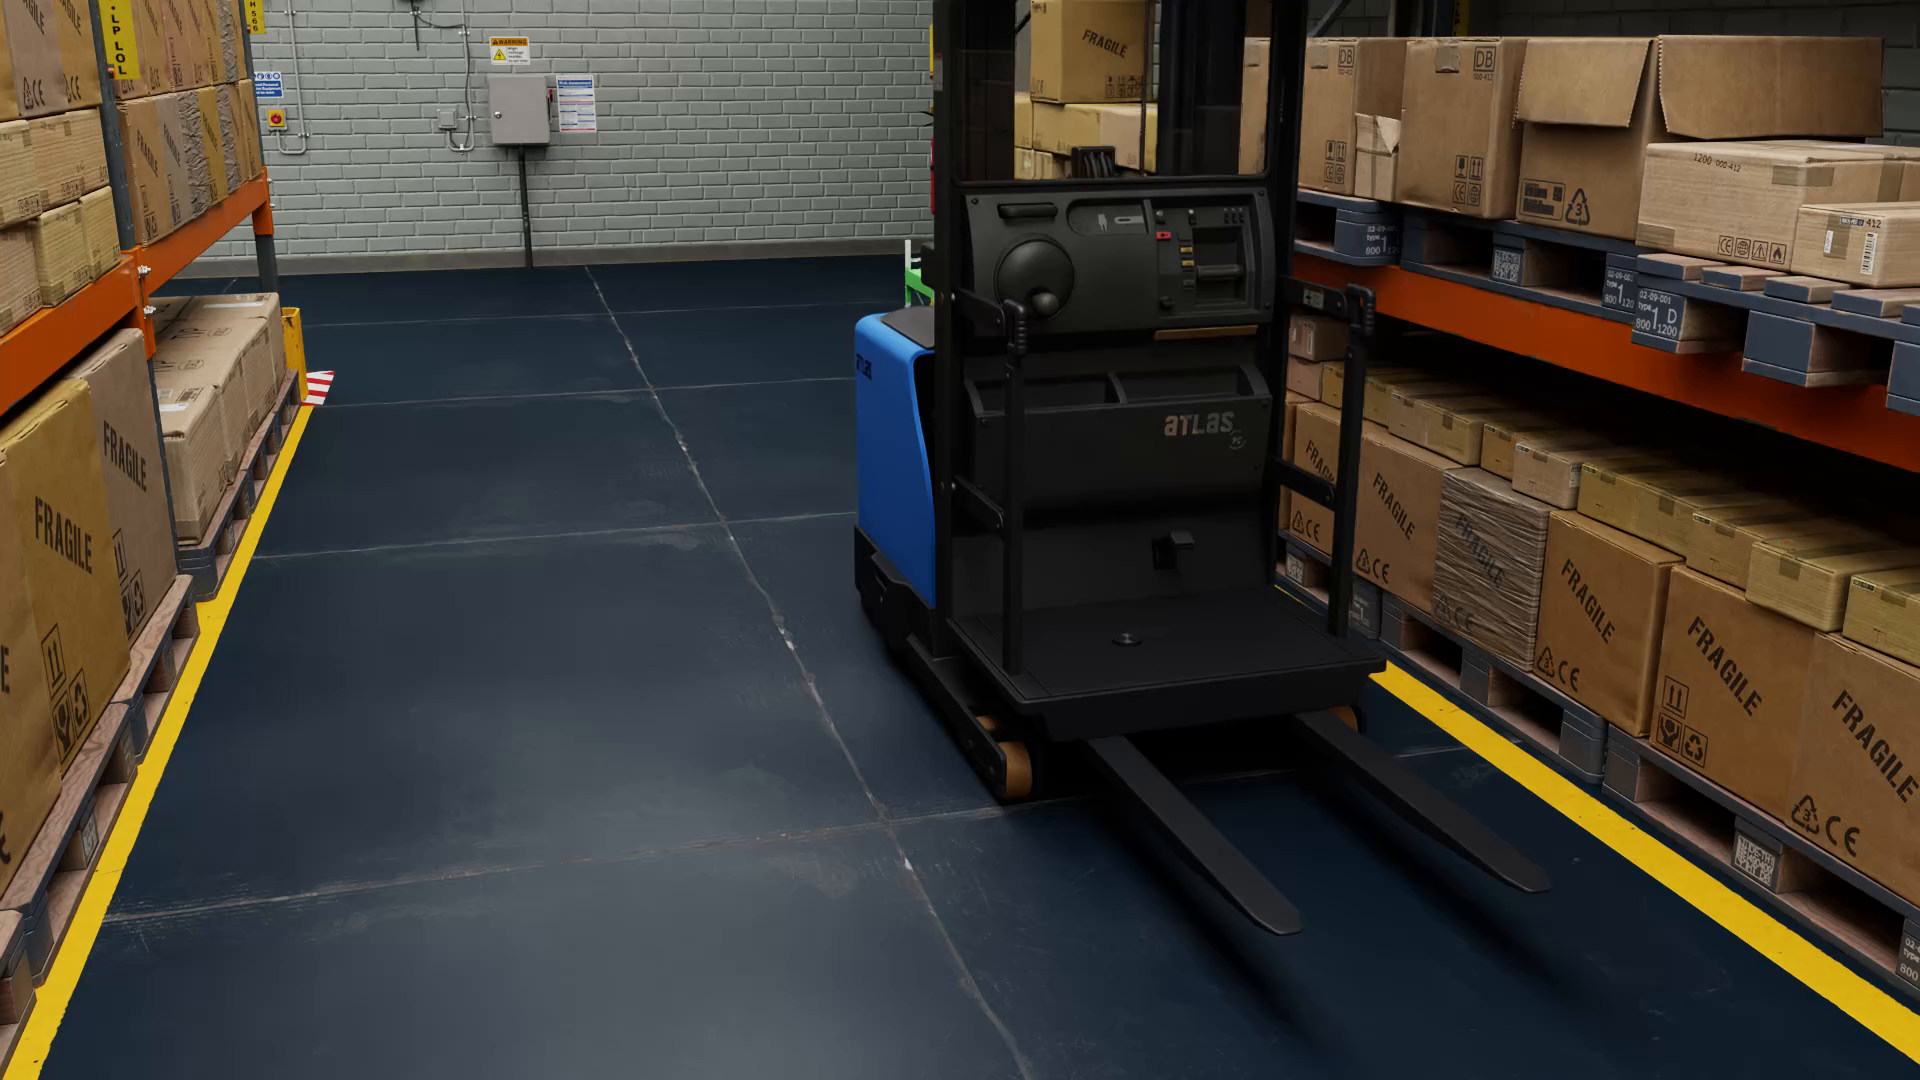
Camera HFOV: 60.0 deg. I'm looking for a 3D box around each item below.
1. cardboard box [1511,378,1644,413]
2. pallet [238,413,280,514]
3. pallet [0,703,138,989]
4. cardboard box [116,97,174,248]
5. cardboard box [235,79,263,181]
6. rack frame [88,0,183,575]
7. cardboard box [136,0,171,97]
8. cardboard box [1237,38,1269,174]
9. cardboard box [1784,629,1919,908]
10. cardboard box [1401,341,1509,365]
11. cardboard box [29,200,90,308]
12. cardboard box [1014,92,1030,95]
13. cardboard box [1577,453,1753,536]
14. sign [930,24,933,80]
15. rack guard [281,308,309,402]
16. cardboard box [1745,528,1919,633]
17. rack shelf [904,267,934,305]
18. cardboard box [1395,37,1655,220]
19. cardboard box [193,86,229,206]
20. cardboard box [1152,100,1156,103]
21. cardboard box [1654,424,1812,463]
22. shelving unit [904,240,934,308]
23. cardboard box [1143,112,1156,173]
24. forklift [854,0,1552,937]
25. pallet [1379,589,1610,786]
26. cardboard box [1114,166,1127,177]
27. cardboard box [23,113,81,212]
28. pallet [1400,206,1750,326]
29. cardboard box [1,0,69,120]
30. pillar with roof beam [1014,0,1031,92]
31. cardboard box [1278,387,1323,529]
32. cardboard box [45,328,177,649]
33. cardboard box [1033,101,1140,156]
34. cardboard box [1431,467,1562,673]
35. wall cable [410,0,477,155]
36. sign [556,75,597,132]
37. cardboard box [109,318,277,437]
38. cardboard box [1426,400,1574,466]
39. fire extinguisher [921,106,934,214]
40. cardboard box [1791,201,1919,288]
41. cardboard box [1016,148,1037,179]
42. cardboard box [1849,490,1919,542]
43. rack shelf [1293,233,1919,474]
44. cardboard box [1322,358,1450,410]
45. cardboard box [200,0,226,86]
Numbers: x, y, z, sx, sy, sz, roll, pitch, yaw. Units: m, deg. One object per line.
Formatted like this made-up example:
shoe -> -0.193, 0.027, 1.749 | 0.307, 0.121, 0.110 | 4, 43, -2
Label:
cardboard box -> 2.137, -0.459, 5.753 | 0.380, 0.149, 0.250 | -4, 17, -14
pallet -> -3.758, -0.337, 7.707 | 1.003, 0.211, 1.213 | -5, 17, -15
pallet -> -2.662, 0.763, 4.045 | 1.003, 0.211, 1.213 | -5, 17, -15
cardboard box -> -3.163, -1.316, 5.946 | 0.500, 0.500, 0.500 | -4, 17, -13
cardboard box -> -3.998, -2.160, 8.754 | 0.500, 0.500, 0.500 | -5, 17, -15
rack frame -> -3.285, -1.118, 5.460 | 1.000, 3.000, 0.127 | -5, 17, -15
cardboard box -> -3.316, -1.936, 6.270 | 0.500, 0.500, 0.500 | -5, 17, -16
cardboard box -> 1.404, -1.609, 6.190 | 0.700, 0.500, 0.500 | -4, 17, -14
cardboard box -> 2.263, 0.491, 3.718 | 0.500, 0.500, 0.500 | -4, 17, -14
cardboard box -> 1.942, -0.675, 6.471 | 0.380, 0.149, 0.250 | -5, 17, -15
cardboard box -> -2.781, -0.801, 4.665 | 0.500, 0.250, 0.500 | -5, 17, -16
cardboard box -> 0.253, -2.542, 9.943 | 0.500, 0.250, 0.500 | -5, 17, -15
cardboard box -> 1.973, -0.131, 4.662 | 0.380, 0.149, 0.250 | -5, 17, -16
sign -> -0.135, -2.989, 10.185 | 0.100, 0.325, 0.005 | -5, 17, -15
rack guard -> -4.391, -1.034, 9.525 | 1.175, 0.500, 0.348 | -5, 17, -15
cardboard box -> 2.101, 0.091, 3.923 | 0.380, 0.149, 0.250 | -6, 18, -18
rack shelf -> -0.046, -1.019, 6.812 | 0.258, 0.148, 0.480 | -5, 17, -15
cardboard box -> 1.762, -1.249, 4.991 | 0.700, 0.500, 0.500 | -5, 17, -16
cardboard box -> -3.569, -1.736, 7.345 | 0.500, 0.500, 0.500 | -4, 17, -14
cardboard box -> 1.184, -2.157, 8.664 | 0.500, 0.250, 0.500 | -5, 17, -15
cardboard box -> 2.335, -0.242, 5.031 | 0.380, 0.149, 0.250 | -5, 17, -15
shelving unit -> -0.046, -0.620, 6.932 | 0.258, 1.200, 0.503 | -5, 17, -15
cardboard box -> 1.112, -1.704, 7.153 | 0.500, 0.250, 0.500 | -4, 17, -14
forklift -> 0.534, -0.816, 4.573 | 1.130, 2.935, 3.031 | -5, 17, -16
pallet -> 2.085, 0.384, 5.306 | 1.003, 0.211, 1.213 | -5, 17, -15
cardboard box -> 0.923, -1.674, 7.749 | 0.380, 0.149, 0.250 | -4, 17, -14
cardboard box -> -2.786, -1.045, 4.609 | 0.500, 0.250, 0.500 | -4, 17, -14
pallet -> 2.047, -0.851, 4.903 | 1.003, 0.211, 1.213 | -5, 17, -15
cardboard box -> -2.772, -1.398, 4.482 | 0.500, 0.500, 0.500 | -4, 17, -14
pillar with roof beam -> -3.627, -5.968, 11.177 | 9.100, 9.000, 0.400 | -5, 17, -15
cardboard box -> 1.403, -0.364, 6.564 | 0.500, 0.500, 0.500 | -4, 17, -13
cardboard box -> -3.038, -0.136, 5.155 | 0.875, 0.875, 0.875 | -4, 17, -14
cardboard box -> 0.695, -2.122, 8.548 | 0.500, 0.250, 0.500 | -5, 17, -17
cardboard box -> 1.828, 0.065, 5.136 | 0.500, 0.500, 0.500 | -5, 18, -17
wall cable -> -4.596, -4.384, 14.567 | 0.588, 1.984, 0.122 | -5, 17, -15
sign -> -3.479, -3.959, 15.082 | 0.329, 0.494, 0.001 | -5, 17, -15
cardboard box -> -3.848, -0.771, 8.029 | 0.875, 0.438, 0.875 | -4, 17, -14
cardboard box -> 1.748, -0.350, 5.389 | 0.380, 0.149, 0.250 | -4, 17, -13
fire extinguisher -> -0.098, -2.406, 10.532 | 0.296, 0.674, 0.183 | -5, 17, -15
cardboard box -> 2.036, -0.637, 3.566 | 0.380, 0.149, 0.250 | -4, 17, -14
cardboard box -> 0.520, -2.025, 8.915 | 0.380, 0.149, 0.250 | -5, 17, -17
cardboard box -> 2.549, -0.027, 4.314 | 0.380, 0.149, 0.250 | -4, 17, -15
rack shelf -> 2.036, -0.614, 5.031 | 1.077, 0.370, 4.000 | -5, 17, -15
cardboard box -> 1.561, -0.565, 6.107 | 0.380, 0.149, 0.250 | -6, 18, -18
cardboard box -> -3.719, -2.357, 7.674 | 0.500, 0.500, 0.500 | -5, 17, -16
